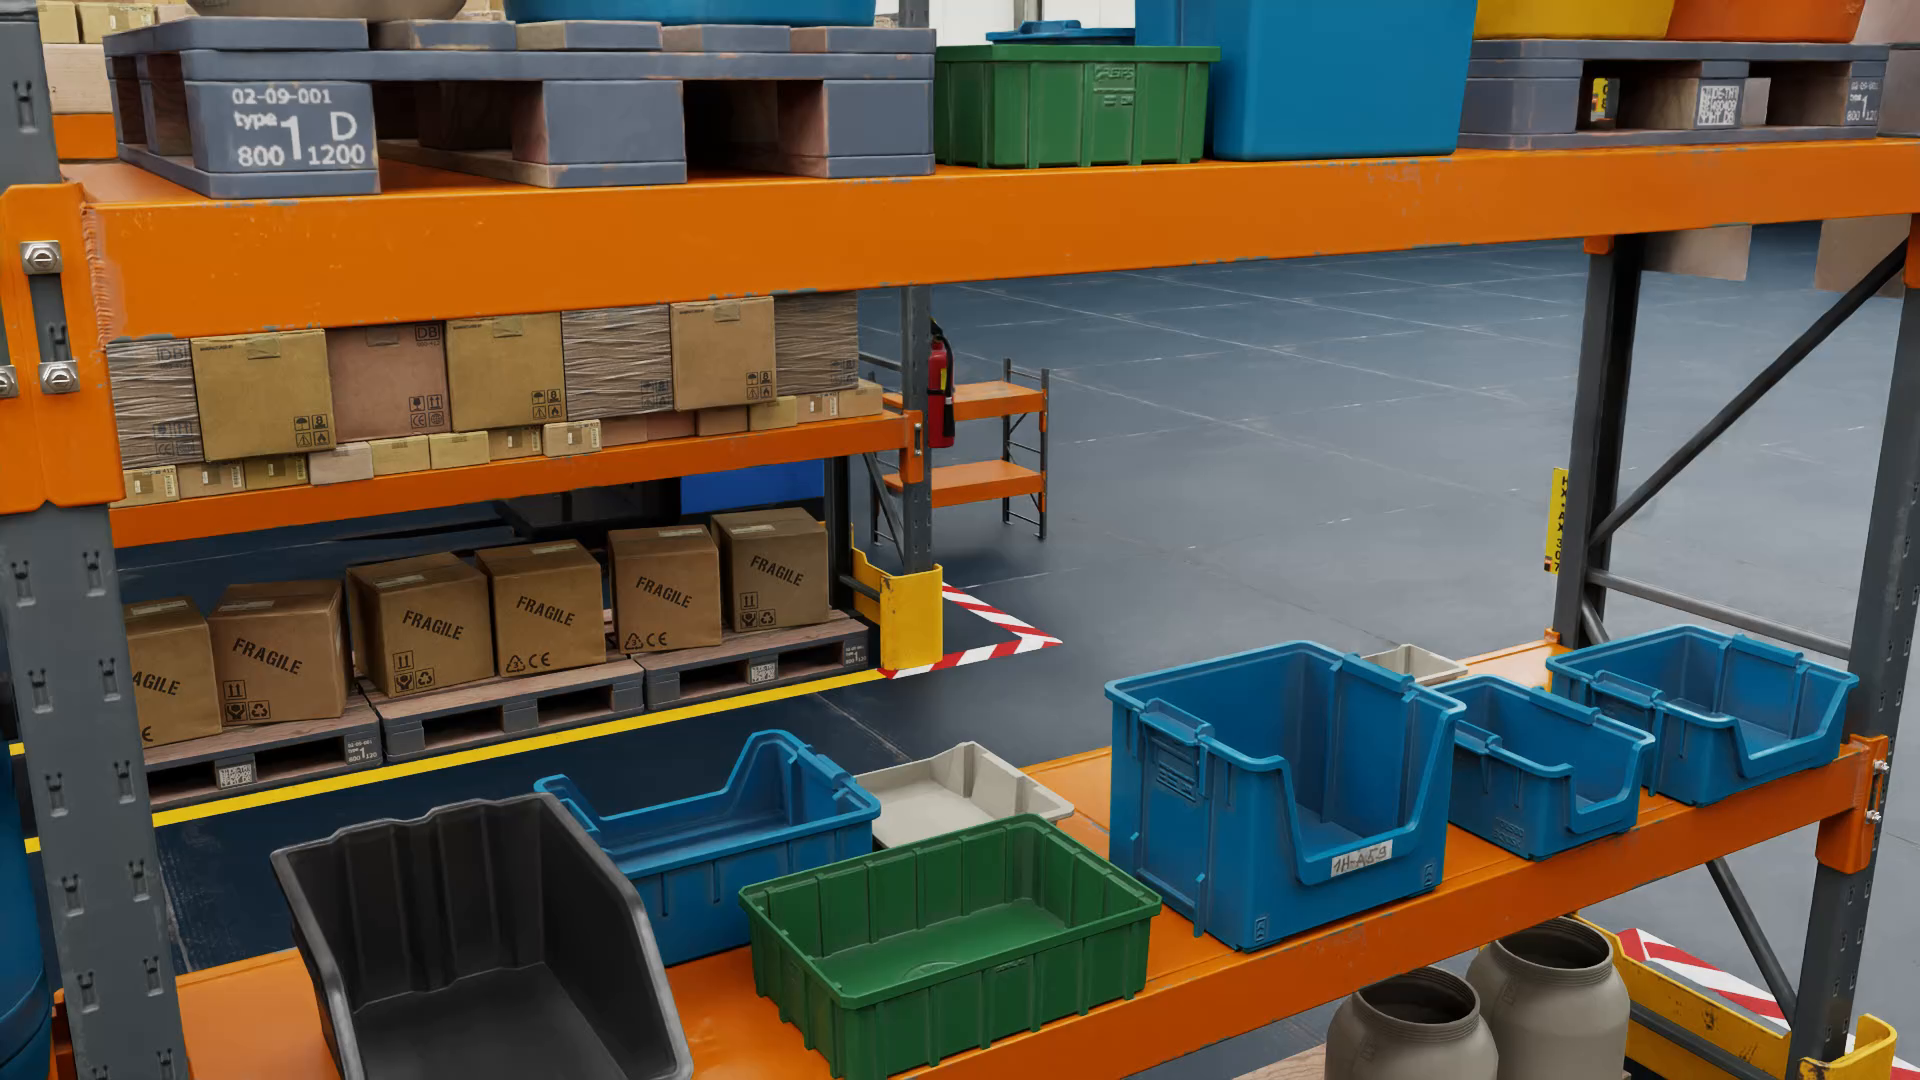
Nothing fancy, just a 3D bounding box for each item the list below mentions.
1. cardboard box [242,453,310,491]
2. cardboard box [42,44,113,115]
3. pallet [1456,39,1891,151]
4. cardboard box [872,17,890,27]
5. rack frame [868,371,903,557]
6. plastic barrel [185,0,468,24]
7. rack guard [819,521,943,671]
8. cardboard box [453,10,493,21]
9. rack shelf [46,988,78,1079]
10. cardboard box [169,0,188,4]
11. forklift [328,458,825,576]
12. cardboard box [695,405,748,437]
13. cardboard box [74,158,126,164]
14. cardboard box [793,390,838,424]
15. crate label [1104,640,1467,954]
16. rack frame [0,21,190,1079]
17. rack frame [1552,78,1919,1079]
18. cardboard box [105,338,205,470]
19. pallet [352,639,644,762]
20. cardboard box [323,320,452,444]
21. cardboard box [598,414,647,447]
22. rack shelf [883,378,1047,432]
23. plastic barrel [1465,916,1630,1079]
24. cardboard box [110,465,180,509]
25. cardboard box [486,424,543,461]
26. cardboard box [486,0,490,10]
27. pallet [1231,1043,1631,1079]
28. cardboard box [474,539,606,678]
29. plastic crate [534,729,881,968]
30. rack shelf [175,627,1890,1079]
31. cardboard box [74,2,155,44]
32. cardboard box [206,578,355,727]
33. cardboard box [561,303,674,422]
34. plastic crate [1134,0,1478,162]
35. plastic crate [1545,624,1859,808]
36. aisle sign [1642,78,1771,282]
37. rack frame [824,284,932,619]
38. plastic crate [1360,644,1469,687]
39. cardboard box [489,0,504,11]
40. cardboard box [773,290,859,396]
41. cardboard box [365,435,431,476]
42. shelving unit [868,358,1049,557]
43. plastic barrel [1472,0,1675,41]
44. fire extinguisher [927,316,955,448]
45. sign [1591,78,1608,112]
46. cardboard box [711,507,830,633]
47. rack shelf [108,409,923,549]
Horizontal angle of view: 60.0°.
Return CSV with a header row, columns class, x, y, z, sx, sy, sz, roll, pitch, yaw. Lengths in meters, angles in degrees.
class,x,y,z,sx,sy,sz,roll,pitch,yaw
cardboard box,-2.909,-0.330,6.994,0.250,0.149,0.380,-9,18,-30
cardboard box,-3.361,-1.756,6.337,0.500,0.250,0.500,-10,19,-32
pallet,1.341,-1.052,3.896,1.213,0.211,1.003,-9,18,-30
cardboard box,-0.527,-2.390,7.860,0.250,0.149,0.380,-9,18,-30
rack frame,-0.442,-0.470,10.503,0.032,1.125,0.500,-9,18,-30
plastic barrel,-0.858,-0.949,2.197,0.421,0.512,0.421,0,16,0
rack guard,-0.515,0.278,8.993,0.348,0.500,1.175,-9,18,-30
cardboard box,-2.140,-2.152,7.012,0.250,0.149,0.380,-9,18,-28
rack shelf,-3.042,1.390,1.727,4.000,0.370,1.077,-9,18,-30
cardboard box,-4.919,-3.452,10.872,0.500,0.250,0.500,-9,18,-30
forklift,-2.366,-1.331,10.227,3.031,2.935,1.130,-9,18,-28
cardboard box,-1.213,-0.616,8.014,0.250,0.149,0.380,-9,18,-30
cardboard box,-5.601,-2.281,11.211,0.550,0.550,0.875,-9,18,-30
cardboard box,-0.803,-0.694,8.292,0.250,0.149,0.380,-9,18,-30
crate label,0.662,0.511,3.465,0.616,0.435,0.502,-9,18,-30
rack frame,-1.328,0.765,2.622,0.127,3.000,1.000,-9,18,-30
rack frame,2.101,0.209,4.605,0.127,3.000,1.000,-9,18,-30
cardboard box,-3.461,-0.620,6.828,0.500,0.500,0.875,-9,18,-30
pallet,-2.274,0.690,8.057,1.213,0.211,1.003,-9,18,-30
cardboard box,-2.638,-0.774,7.378,0.500,0.500,0.875,-9,18,-30
cardboard box,-1.651,-0.551,7.782,0.250,0.149,0.380,-9,18,-30
rack shelf,-0.006,-0.823,10.676,1.000,0.278,0.538,-9,18,-30
plastic barrel,1.576,1.314,4.495,0.421,0.512,0.421,0,16,0
cardboard box,-3.319,-0.252,6.715,0.250,0.149,0.380,-9,18,-30
cardboard box,-2.070,-0.477,7.518,0.250,0.149,0.380,-9,18,-30
cardboard box,-3.194,-3.731,11.869,0.500,0.250,0.500,-9,18,-29
pallet,1.361,1.685,4.507,1.213,0.211,1.003,-9,18,-30
cardboard box,-2.035,0.321,8.059,0.500,0.500,0.500,-7,17,-25
plastic crate,-0.519,0.620,3.415,0.616,0.251,0.499,-9,18,-30
rack shelf,0.386,0.834,3.711,4.000,0.370,1.077,-9,18,-30
cardboard box,-3.248,-1.971,6.366,0.250,0.149,0.380,-10,19,-32
cardboard box,-3.028,0.493,7.446,0.500,0.500,0.500,-3,16,-12
cardboard box,-1.753,-0.901,7.830,0.500,0.500,0.875,-9,18,-30
plastic crate,0.621,-0.892,3.008,0.575,0.384,0.392,-9,18,-30
plastic crate,1.826,0.420,4.130,0.616,0.251,0.499,-9,18,-30
aisle sign,2.012,-1.120,4.532,0.004,0.787,0.394,-9,18,-30
rack frame,-0.450,-0.937,8.693,0.127,3.000,1.000,-9,18,-30
plastic crate,1.168,0.386,4.463,0.250,0.136,0.298,-9,18,-30
cardboard box,-1.862,-2.669,7.654,0.500,0.500,0.500,-9,18,-30
cardboard box,-0.936,-1.058,8.390,0.500,0.500,0.875,-9,18,-30
cardboard box,-2.481,-0.399,7.242,0.250,0.149,0.380,-9,18,-30
shelving unit,-0.006,-0.541,10.755,1.048,1.125,0.538,-9,18,-30
plastic barrel,1.189,-1.340,3.448,0.600,0.588,0.600,0,16,0
fire extinguisher,-0.115,-0.809,8.380,0.183,0.674,0.296,-9,18,-30
sign,1.821,-1.367,4.655,0.005,0.325,0.100,-9,18,-30
cardboard box,-0.994,0.148,8.678,0.500,0.500,0.500,-6,17,-19
rack shelf,-2.164,-0.312,7.799,4.000,0.370,1.077,-9,18,-30
